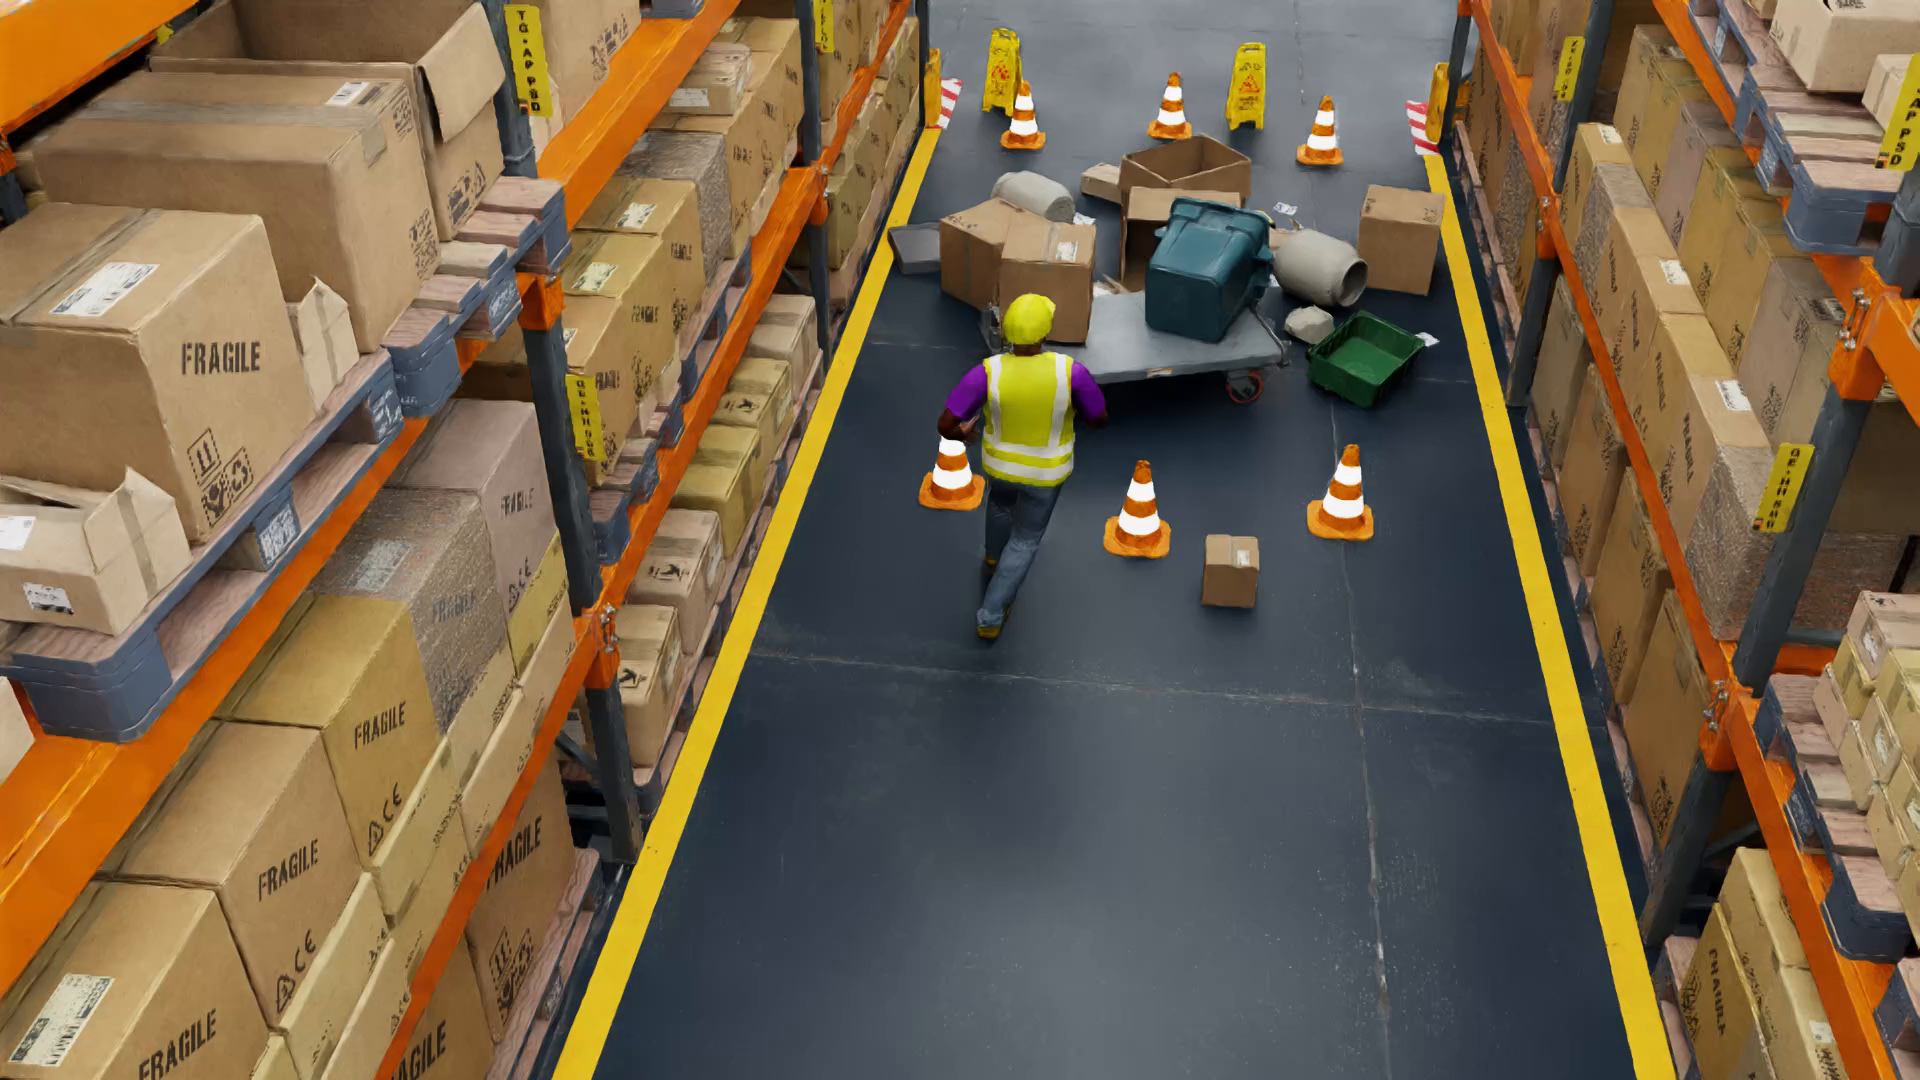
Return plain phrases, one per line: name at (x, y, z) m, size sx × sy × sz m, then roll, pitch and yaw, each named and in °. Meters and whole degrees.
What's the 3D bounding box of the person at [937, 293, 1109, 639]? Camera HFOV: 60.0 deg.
person at (0.346, -0.409, 7.669) m, size 0.698 × 1.725 × 0.861 m, roll 11°, pitch 37°, yaw 15°
